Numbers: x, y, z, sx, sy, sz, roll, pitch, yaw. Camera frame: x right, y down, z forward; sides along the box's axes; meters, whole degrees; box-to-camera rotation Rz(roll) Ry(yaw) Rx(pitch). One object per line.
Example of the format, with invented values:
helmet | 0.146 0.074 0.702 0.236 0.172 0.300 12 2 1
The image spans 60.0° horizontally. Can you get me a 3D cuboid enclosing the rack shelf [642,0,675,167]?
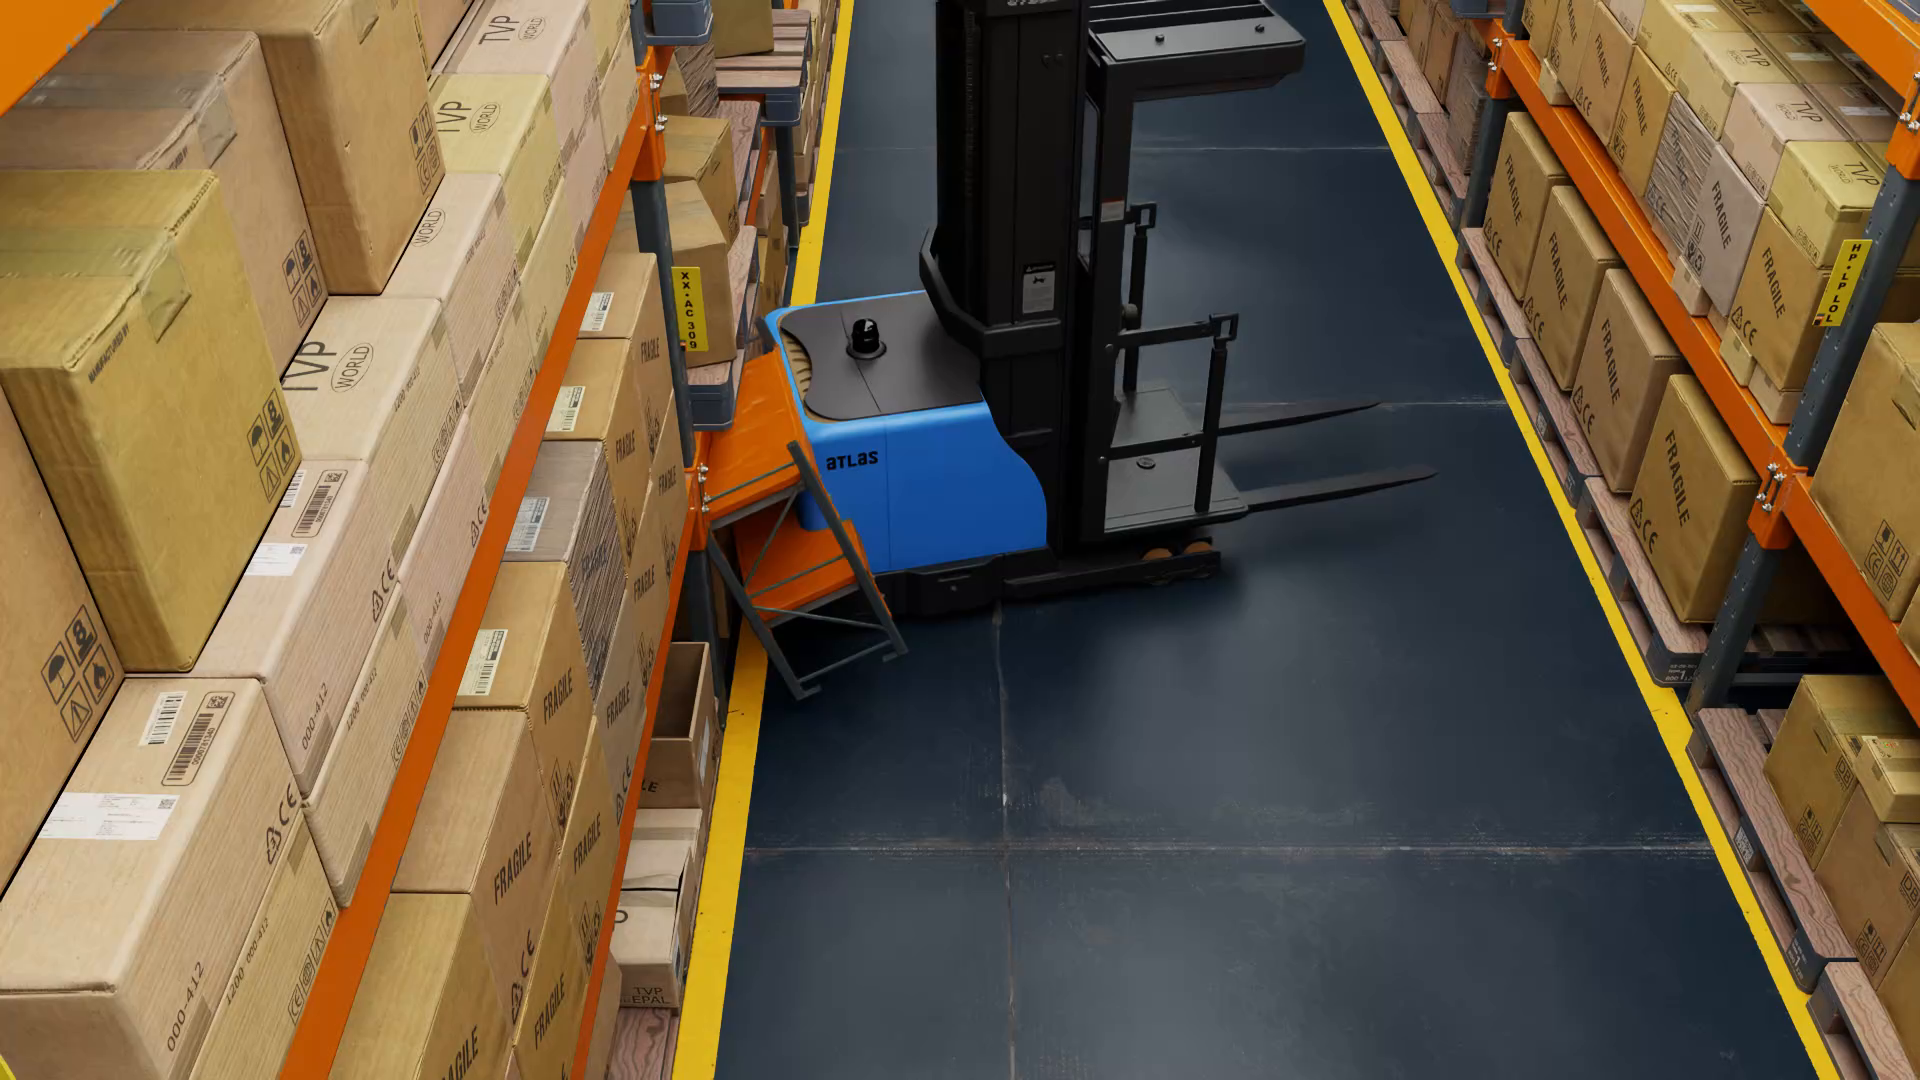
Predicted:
rack shelf | -1.462 -2.577 6.744 1.077 0.370 4.000 0 39 0

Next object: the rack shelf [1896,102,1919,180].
rack shelf | 3.497 -0.081 3.630 1.077 0.370 4.000 0 39 0

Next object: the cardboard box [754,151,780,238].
cardboard box | -1.224 -1.807 8.653 0.500 0.250 0.500 1 39 2

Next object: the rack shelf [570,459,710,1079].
rack shelf | -1.457 1.095 4.560 1.077 0.370 4.000 0 39 0

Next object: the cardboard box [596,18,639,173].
cardboard box | -1.193 -1.245 4.626 0.500 0.250 0.500 0 39 0

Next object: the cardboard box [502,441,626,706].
cardboard box | -1.196 0.086 4.365 0.500 0.500 0.500 0 39 0

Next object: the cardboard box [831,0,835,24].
cardboard box | -1.179 -3.955 12.149 0.500 0.250 0.500 -1 39 -1

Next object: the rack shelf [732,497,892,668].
rack shelf | -0.663 0.036 7.025 0.538 0.278 1.000 -24 37 2

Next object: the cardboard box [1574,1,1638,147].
cardboard box | 3.225 -2.165 7.719 0.500 0.500 0.500 0 39 0

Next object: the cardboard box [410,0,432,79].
cardboard box | -1.555 -1.107 3.454 0.700 0.500 0.500 0 39 0

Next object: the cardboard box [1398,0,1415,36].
cardboard box | 3.553 -3.858 11.813 0.700 0.500 0.500 -1 39 -1

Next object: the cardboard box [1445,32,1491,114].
cardboard box | 3.552 -2.912 10.633 0.700 0.500 0.500 0 39 0

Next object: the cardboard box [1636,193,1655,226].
cardboard box | 3.264 -1.524 7.438 0.380 0.149 0.250 1 39 1

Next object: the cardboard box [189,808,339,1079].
cardboard box | -1.201 0.631 2.285 0.500 0.250 0.500 0 39 0

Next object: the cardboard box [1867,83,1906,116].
cardboard box | 3.747 -1.513 6.306 0.500 0.250 0.500 0 39 0

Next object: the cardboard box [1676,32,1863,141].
cardboard box | 3.246 -1.829 6.700 0.500 0.250 0.500 1 39 1

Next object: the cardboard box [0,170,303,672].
cardboard box | -1.388 -0.169 2.284 0.700 0.500 0.500 0 39 0

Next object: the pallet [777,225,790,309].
pallet | -1.501 -1.383 9.307 1.003 0.211 1.213 0 39 0

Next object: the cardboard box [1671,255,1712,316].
cardboard box | 3.173 -1.048 6.844 0.380 0.149 0.250 0 39 0

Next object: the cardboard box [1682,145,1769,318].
cardboard box | 3.231 -1.213 6.531 0.500 0.500 0.500 0 39 0

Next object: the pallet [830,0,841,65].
pallet | -1.429 -3.890 12.436 1.003 0.211 1.213 0 39 0

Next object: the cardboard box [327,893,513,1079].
cardboard box | -1.200 1.031 3.185 0.500 0.500 0.500 0 39 0

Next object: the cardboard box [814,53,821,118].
cardboard box | -1.179 -2.996 10.953 0.500 0.250 0.500 -1 39 -1

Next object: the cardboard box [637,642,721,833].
cardboard box | -1.175 0.723 6.096 0.500 0.500 0.500 0 39 0

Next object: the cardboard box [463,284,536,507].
cardboard box | -1.198 -0.307 3.455 0.500 0.250 0.500 0 39 0

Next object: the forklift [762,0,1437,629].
forklift | 0.688 -1.253 6.969 3.031 2.935 1.130 -9 40 -11

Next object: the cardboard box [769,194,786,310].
cardboard box | -1.228 -1.549 8.932 0.500 0.500 0.500 1 39 2

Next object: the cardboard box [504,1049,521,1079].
cardboard box | -1.198 1.426 3.492 0.500 0.500 0.500 0 39 0

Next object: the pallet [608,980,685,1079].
pallet | -1.455 1.846 5.278 1.003 0.211 1.213 0 39 0

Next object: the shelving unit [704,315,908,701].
shelving unit | -0.747 -0.141 6.878 0.538 1.125 1.048 -24 37 2

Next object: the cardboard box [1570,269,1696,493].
cardboard box | 3.360 -0.730 7.645 0.750 0.750 0.750 1 39 1

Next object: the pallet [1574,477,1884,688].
pallet | 3.418 0.163 7.377 1.003 0.211 1.213 0 39 0

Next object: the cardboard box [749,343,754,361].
cardboard box | -1.221 -0.581 7.724 0.500 0.500 0.500 0 39 0

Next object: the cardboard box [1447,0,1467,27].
cardboard box | 3.493 -3.561 10.842 0.500 0.250 0.500 0 39 0

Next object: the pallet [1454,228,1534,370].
pallet | 3.415 -1.363 9.281 1.003 0.211 1.213 0 39 0

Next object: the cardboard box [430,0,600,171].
cardboard box | -1.190 -1.127 4.079 0.500 0.250 0.500 0 39 0

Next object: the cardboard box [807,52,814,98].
cardboard box | -1.180 -2.904 10.389 0.500 0.311 0.500 -1 39 -1

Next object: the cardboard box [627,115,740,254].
cardboard box | -1.300 -1.366 6.640 0.700 0.500 0.500 6 39 7

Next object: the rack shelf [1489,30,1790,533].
rack shelf | 3.492 -1.412 7.689 1.077 0.370 4.000 0 39 0

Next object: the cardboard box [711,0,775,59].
cardboard box | -1.351 -2.747 8.363 0.700 0.500 0.500 -12 40 -15

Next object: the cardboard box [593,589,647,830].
cardboard box | -1.197 0.481 4.672 0.500 0.500 0.500 1 39 1

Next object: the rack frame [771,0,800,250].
rack frame | -1.464 -2.938 9.017 1.000 3.000 0.127 0 39 0

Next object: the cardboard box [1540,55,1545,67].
cardboard box | 3.250 -2.490 8.643 0.380 0.149 0.250 0 39 1

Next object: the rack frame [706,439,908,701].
rack frame | -0.635 0.144 6.472 0.500 1.125 0.032 -24 37 2

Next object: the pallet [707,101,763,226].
pallet | -1.457 -1.647 7.560 1.003 0.211 1.213 0 39 0

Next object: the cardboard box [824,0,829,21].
cardboard box | -1.176 -3.859 11.581 0.500 0.311 0.500 0 39 0

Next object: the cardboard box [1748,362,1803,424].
cardboard box | 3.211 -0.563 6.239 0.380 0.149 0.250 0 39 0

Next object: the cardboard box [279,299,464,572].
cardboard box | -1.196 -0.189 2.909 0.500 0.250 0.500 0 39 0

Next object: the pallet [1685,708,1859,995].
pallet | 3.417 1.121 6.182 1.003 0.211 1.213 0 39 0

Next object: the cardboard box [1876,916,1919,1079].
cardboard box | 3.388 1.472 5.178 0.700 0.500 0.500 1 39 1

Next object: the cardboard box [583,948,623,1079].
cardboard box | -1.452 1.541 5.073 0.797 0.503 0.637 0 39 0

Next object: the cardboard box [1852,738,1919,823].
cardboard box | 3.211 0.798 5.500 0.380 0.149 0.250 1 39 1
